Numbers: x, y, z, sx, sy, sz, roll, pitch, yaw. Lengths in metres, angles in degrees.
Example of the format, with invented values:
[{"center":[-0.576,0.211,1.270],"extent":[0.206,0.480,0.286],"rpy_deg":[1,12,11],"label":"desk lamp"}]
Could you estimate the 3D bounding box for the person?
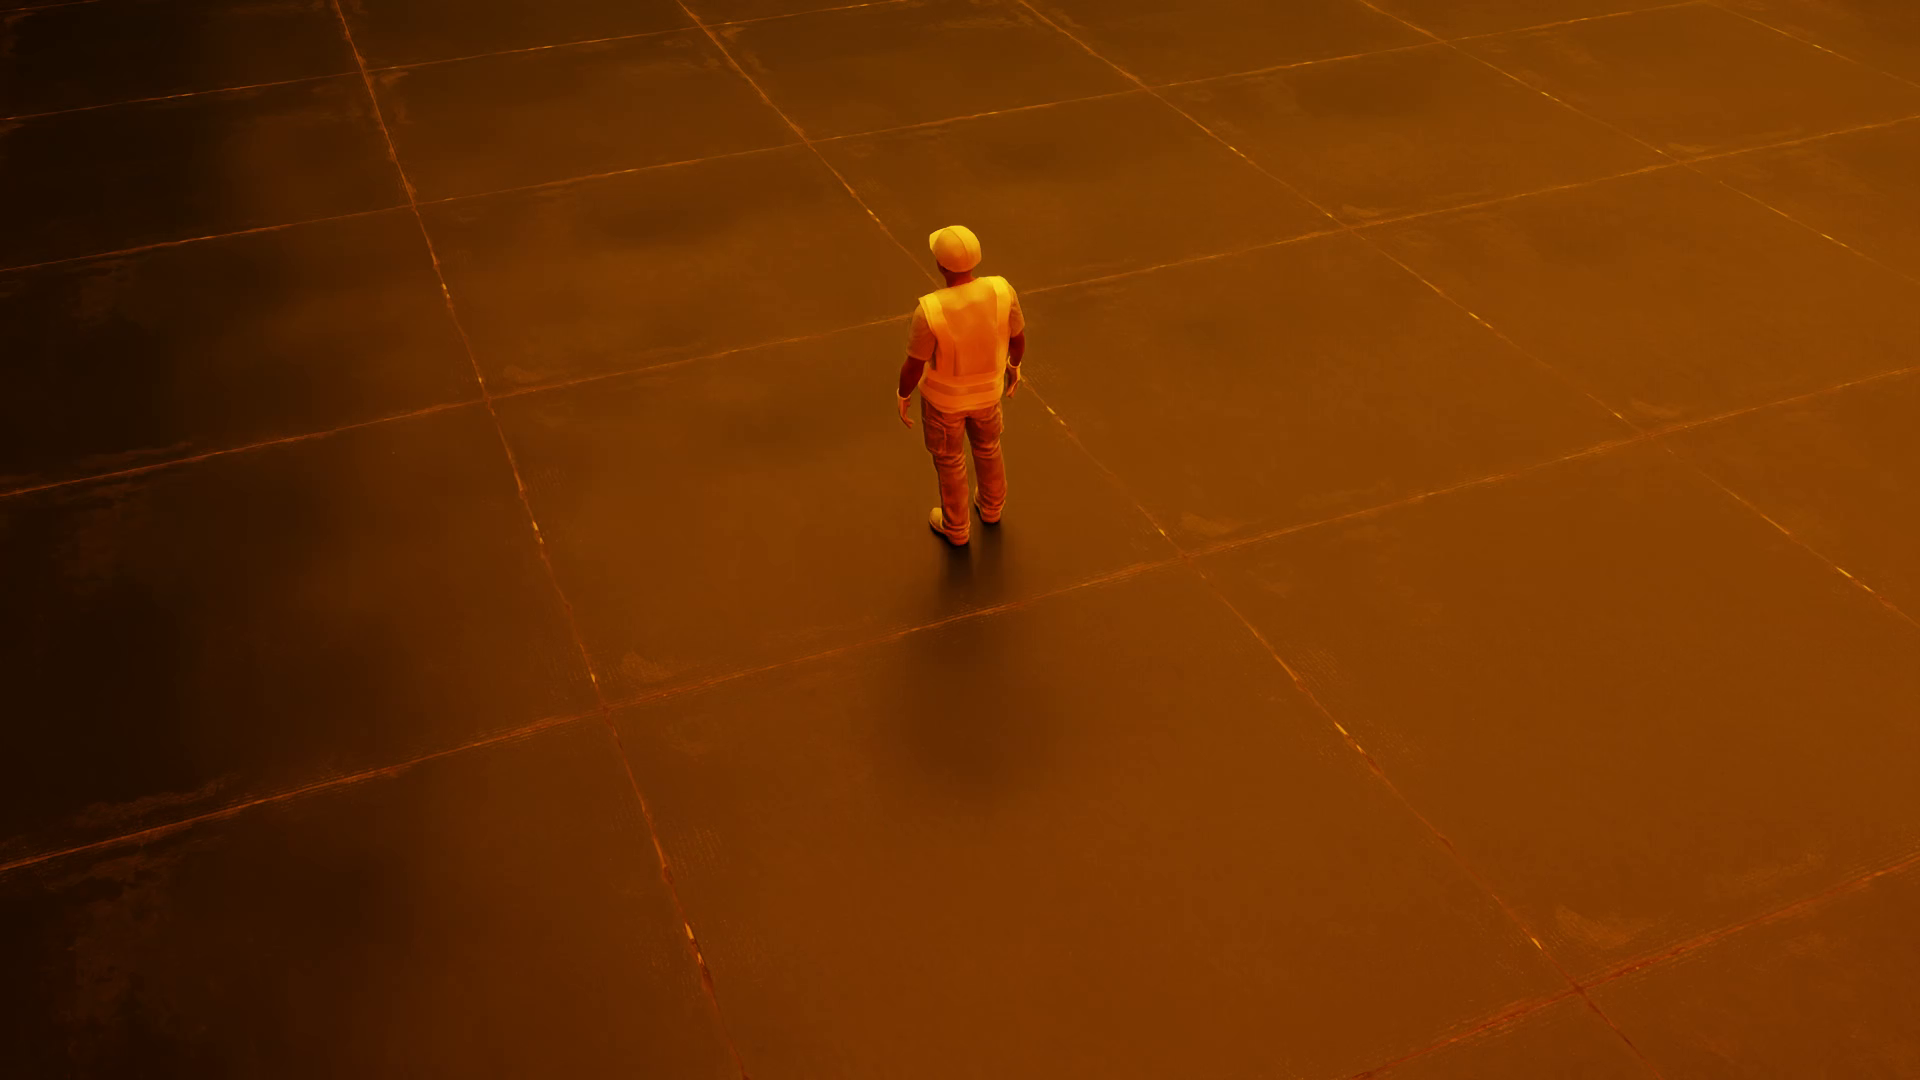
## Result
[{"center":[-0.019,-0.773,8.163],"extent":[0.656,1.782,0.577],"rpy_deg":[-14,38,-19],"label":"person"}]
